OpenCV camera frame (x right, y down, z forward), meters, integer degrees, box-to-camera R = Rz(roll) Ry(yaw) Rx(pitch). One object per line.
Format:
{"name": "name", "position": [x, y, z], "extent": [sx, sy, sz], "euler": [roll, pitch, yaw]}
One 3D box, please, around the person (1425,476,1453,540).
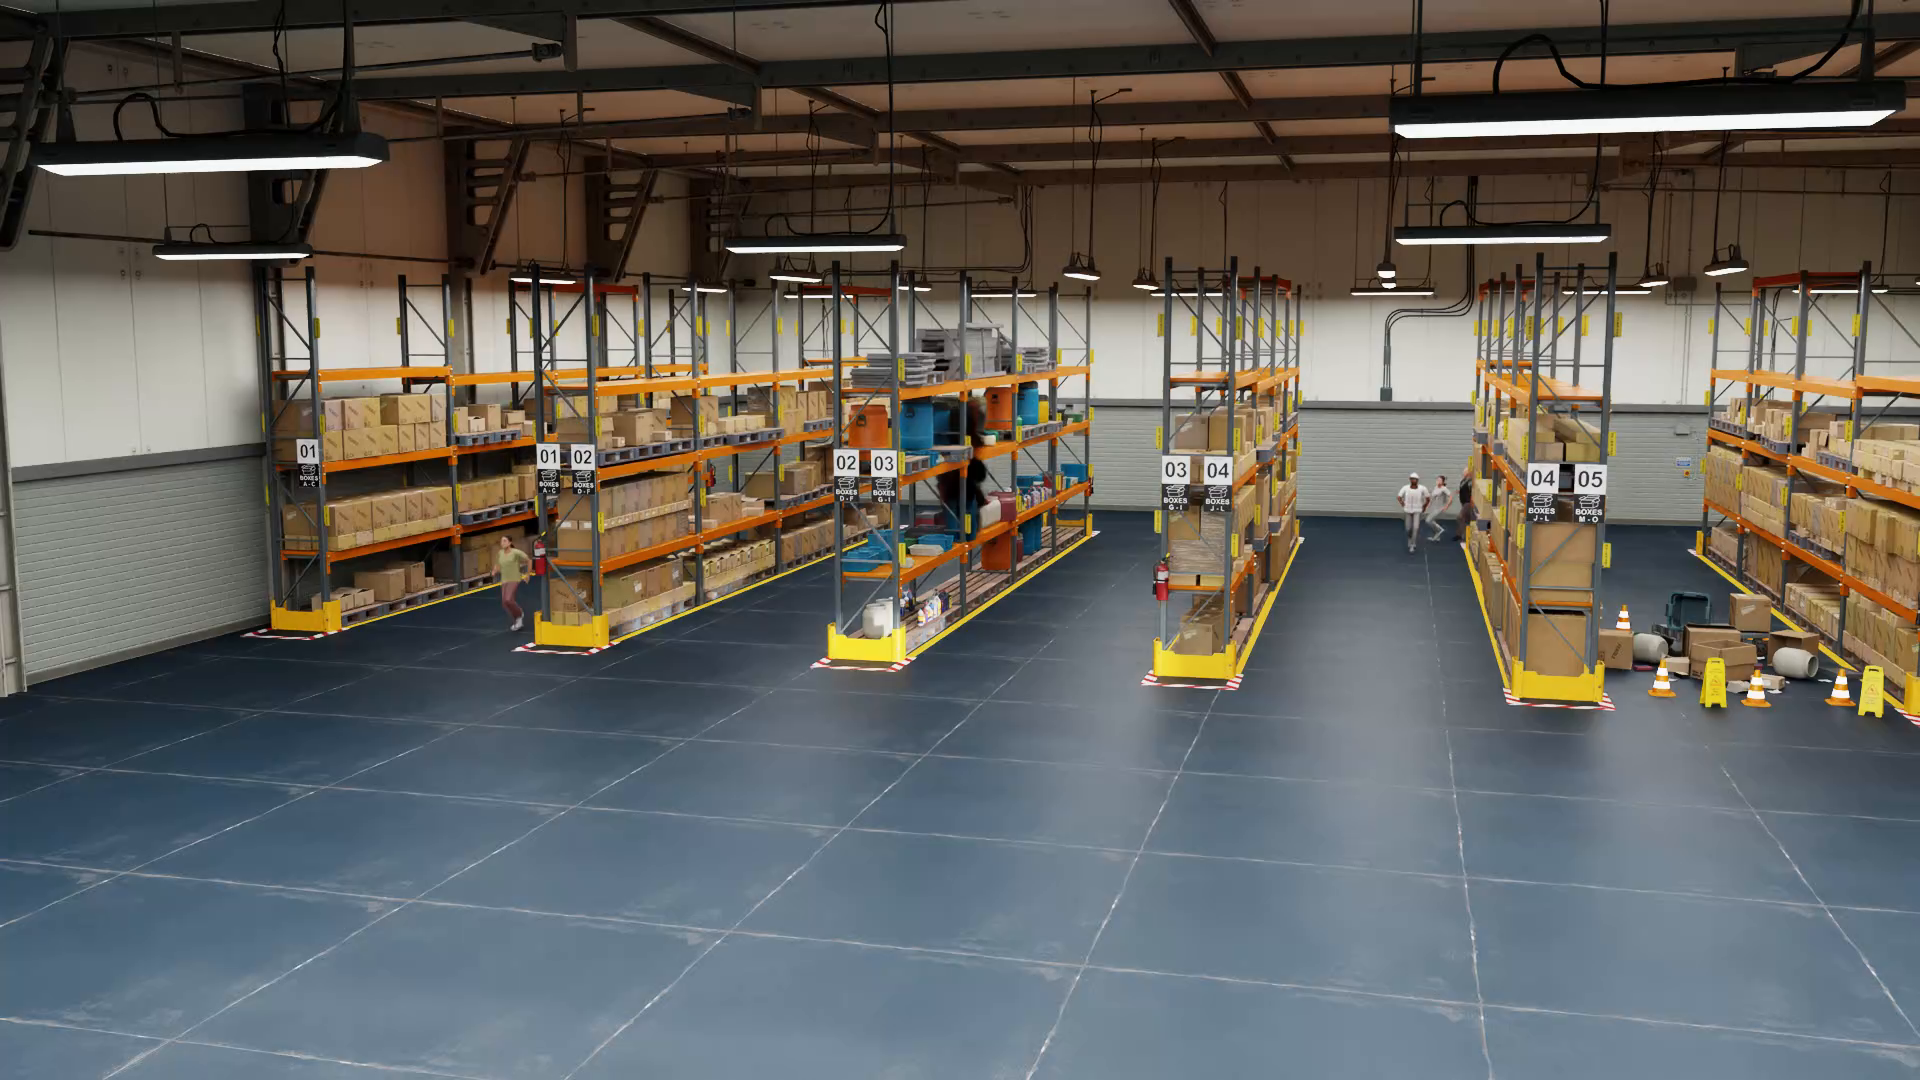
{"name": "person", "position": [11.235, -0.740, 39.177], "extent": [0.536, 1.579, 0.714], "euler": [-2, 8, -18]}

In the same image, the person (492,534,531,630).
{"name": "person", "position": [-7.442, 0.706, 27.536], "extent": [0.587, 1.618, 0.663], "euler": [3, 8, 20]}

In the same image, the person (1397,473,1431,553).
{"name": "person", "position": [10.229, -0.629, 37.548], "extent": [0.717, 1.771, 0.833], "euler": [3, 8, 22]}

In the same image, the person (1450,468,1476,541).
{"name": "person", "position": [12.067, -0.848, 39.469], "extent": [0.928, 1.735, 0.692], "euler": [-1, 7, -9]}
